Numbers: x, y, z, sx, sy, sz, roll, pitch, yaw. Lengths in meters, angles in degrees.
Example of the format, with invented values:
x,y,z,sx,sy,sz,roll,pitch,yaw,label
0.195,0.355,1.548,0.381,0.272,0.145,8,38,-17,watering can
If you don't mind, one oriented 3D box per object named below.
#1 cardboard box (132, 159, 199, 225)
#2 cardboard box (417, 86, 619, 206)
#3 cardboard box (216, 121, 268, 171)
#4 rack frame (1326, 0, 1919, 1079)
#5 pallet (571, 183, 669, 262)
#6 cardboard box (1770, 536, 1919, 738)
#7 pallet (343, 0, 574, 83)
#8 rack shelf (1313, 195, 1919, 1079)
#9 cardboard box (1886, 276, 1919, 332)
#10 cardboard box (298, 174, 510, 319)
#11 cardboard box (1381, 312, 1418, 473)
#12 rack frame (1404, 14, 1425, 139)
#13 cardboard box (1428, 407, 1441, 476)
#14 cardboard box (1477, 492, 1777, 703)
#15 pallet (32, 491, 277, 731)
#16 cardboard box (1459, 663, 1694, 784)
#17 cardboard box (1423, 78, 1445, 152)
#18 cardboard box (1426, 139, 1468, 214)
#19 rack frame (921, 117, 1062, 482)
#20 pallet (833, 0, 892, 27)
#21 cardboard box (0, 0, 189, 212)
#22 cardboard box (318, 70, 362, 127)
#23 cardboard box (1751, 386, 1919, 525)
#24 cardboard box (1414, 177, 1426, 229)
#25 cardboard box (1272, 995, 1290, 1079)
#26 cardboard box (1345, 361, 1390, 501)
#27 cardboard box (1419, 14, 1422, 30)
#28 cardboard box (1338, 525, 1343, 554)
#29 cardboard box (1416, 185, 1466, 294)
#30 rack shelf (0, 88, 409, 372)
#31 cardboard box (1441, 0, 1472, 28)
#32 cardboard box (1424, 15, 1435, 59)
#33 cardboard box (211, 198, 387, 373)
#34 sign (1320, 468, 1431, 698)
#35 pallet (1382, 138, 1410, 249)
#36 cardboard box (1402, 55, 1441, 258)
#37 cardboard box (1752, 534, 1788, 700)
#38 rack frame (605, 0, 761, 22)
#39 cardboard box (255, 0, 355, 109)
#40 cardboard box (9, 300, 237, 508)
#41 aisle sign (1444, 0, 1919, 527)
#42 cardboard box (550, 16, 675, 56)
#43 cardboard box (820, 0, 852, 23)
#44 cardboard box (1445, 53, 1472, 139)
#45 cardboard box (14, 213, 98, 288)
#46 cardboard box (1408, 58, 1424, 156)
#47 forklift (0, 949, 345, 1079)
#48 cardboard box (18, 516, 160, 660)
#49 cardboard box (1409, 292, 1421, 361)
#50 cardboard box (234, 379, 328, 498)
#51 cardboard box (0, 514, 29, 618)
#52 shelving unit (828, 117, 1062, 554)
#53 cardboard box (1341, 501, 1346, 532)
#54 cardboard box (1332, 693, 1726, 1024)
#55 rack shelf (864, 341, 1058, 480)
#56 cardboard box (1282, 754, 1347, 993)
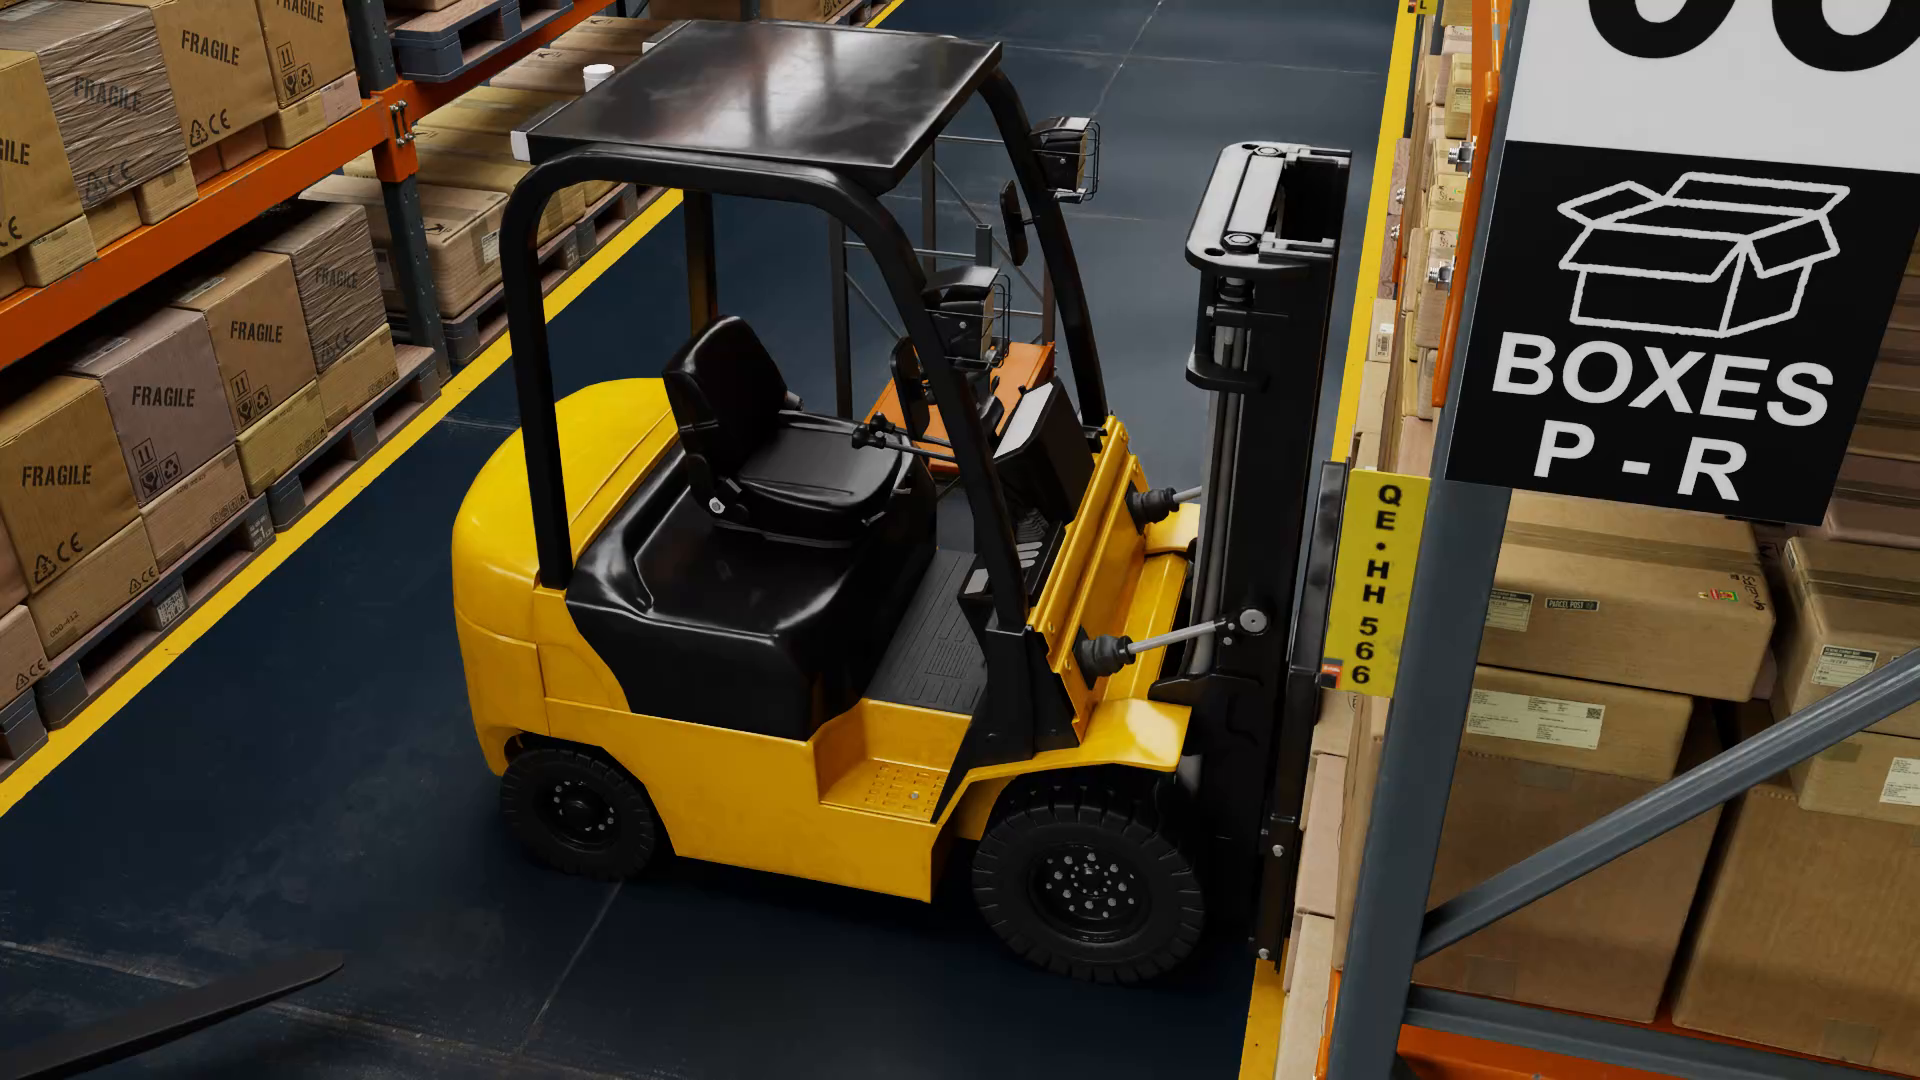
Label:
x,y,z,sx,sy,sz,roll,pitch,yaw,label
-2.792,-1.179,5.542,0.380,0.149,0.250,8,33,12,cardboard box
-2.266,-2.096,8.809,0.950,0.372,0.625,9,34,14,cardboard box
-2.736,-1.451,5.971,0.380,0.149,0.250,8,33,13,cardboard box
1.033,0.729,2.308,0.949,2.616,0.053,8,33,12,rack frame
-2.247,-1.883,9.015,1.003,0.211,1.213,8,33,12,pallet
1.328,0.142,2.255,0.380,0.149,0.250,7,33,11,cardboard box
-2.416,-2.316,7.277,1.003,0.211,1.213,8,33,12,pallet
1.544,-0.005,4.133,1.077,0.370,4.000,8,33,12,rack shelf
1.600,-0.394,3.099,0.380,0.149,0.250,9,34,14,cardboard box
-2.620,-1.361,7.653,0.950,0.372,0.625,8,33,13,cardboard box
1.177,-0.138,3.578,0.500,0.500,0.500,7,33,11,cardboard box
3.066,-3.422,8.838,1.000,3.000,0.127,8,33,12,rack frame
0.996,-0.199,2.792,0.380,0.149,0.250,9,33,13,cardboard box
0.923,0.073,2.364,0.380,0.149,0.250,8,33,12,cardboard box
-3.195,0.145,5.826,1.003,0.211,1.213,8,33,12,pallet
0.853,0.195,2.450,0.380,0.149,0.250,8,33,13,cardboard box
1.478,-1.142,4.552,0.380,0.149,0.250,9,33,13,cardboard box
1.363,-0.873,4.129,0.380,0.149,0.250,7,33,11,cardboard box
0.107,-0.852,6.193,0.500,1.500,0.032,8,33,12,rack frame
-1.151,-3.949,12.266,1.003,0.211,1.213,8,33,12,pallet
-2.874,-1.386,5.264,0.500,0.500,0.500,9,34,14,cardboard box
-2.538,-1.706,6.372,0.380,0.149,0.250,8,33,12,cardboard box
1.480,-0.128,2.680,0.380,0.149,0.250,9,33,13,cardboard box
1.442,-0.659,4.397,0.500,0.500,0.500,8,33,12,cardboard box
0.857,1.206,3.263,0.500,0.250,0.500,8,33,12,cardboard box
1.485,-0.313,5.186,0.500,0.250,0.500,8,33,12,cardboard box
3.347,-3.596,11.049,0.500,0.500,0.500,7,33,11,cardboard box
1.229,0.218,4.351,0.500,0.250,0.500,7,33,11,cardboard box
1.150,-0.603,3.428,0.380,0.149,0.250,9,33,13,cardboard box
-3.259,-0.679,5.193,1.077,0.370,4.000,8,33,12,rack shelf
1.683,-1.663,5.095,0.380,0.149,0.250,9,33,13,cardboard box
1.929,-1.784,5.934,0.500,0.250,0.500,7,33,11,cardboard box
-2.642,-1.010,6.516,0.500,0.500,0.500,8,33,12,cardboard box
0.515,0.059,2.061,0.100,0.325,0.005,8,33,12,sign
2.820,-1.824,8.922,1.003,0.211,1.213,8,33,12,pallet
1.686,-1.194,5.239,0.500,0.500,0.500,7,33,11,cardboard box
1.374,0.136,2.543,0.380,0.149,0.250,8,33,12,cardboard box
-1.736,-4.096,9.898,1.000,3.000,0.127,8,33,12,rack frame
-2.623,-1.924,6.110,0.500,0.500,0.500,7,33,11,cardboard box
-2.897,-0.481,5.684,0.500,0.500,0.500,10,34,15,cardboard box
0.735,-0.374,1.619,0.394,0.787,0.004,8,33,12,aisle sign
-1.889,-2.873,10.031,0.950,0.372,0.625,6,33,9,cardboard box
-1.250,-4.186,11.628,0.875,0.875,0.875,8,33,13,cardboard box
1.444,-1.124,4.246,0.380,0.149,0.250,8,33,12,cardboard box
-2.916,-0.911,5.122,0.380,0.149,0.250,8,33,13,cardboard box
1.926,-1.581,6.080,0.500,0.250,0.500,9,33,13,cardboard box
-2.760,0.518,2.704,3.031,2.935,1.130,-15,36,-23,forklift
-3.031,0.109,5.455,0.500,0.250,0.500,10,34,16,cardboard box
1.155,-0.474,3.502,0.380,0.149,0.250,8,33,13,cardboard box
-2.766,-0.416,6.281,0.500,0.250,0.500,7,33,11,cardboard box
-3.160,0.057,4.838,0.500,0.500,0.500,7,33,11,cardboard box
-0.019,-0.593,5.785,0.587,1.500,1.083,8,33,12,shelving unit
1.494,0.108,5.456,0.500,0.250,0.500,7,33,11,cardboard box
0.907,0.396,2.738,0.500,0.500,0.500,7,33,11,cardboard box
-0.022,-0.437,5.875,0.538,0.185,1.000,8,33,12,rack shelf
0.975,0.743,3.525,0.500,0.250,0.500,9,33,13,cardboard box
